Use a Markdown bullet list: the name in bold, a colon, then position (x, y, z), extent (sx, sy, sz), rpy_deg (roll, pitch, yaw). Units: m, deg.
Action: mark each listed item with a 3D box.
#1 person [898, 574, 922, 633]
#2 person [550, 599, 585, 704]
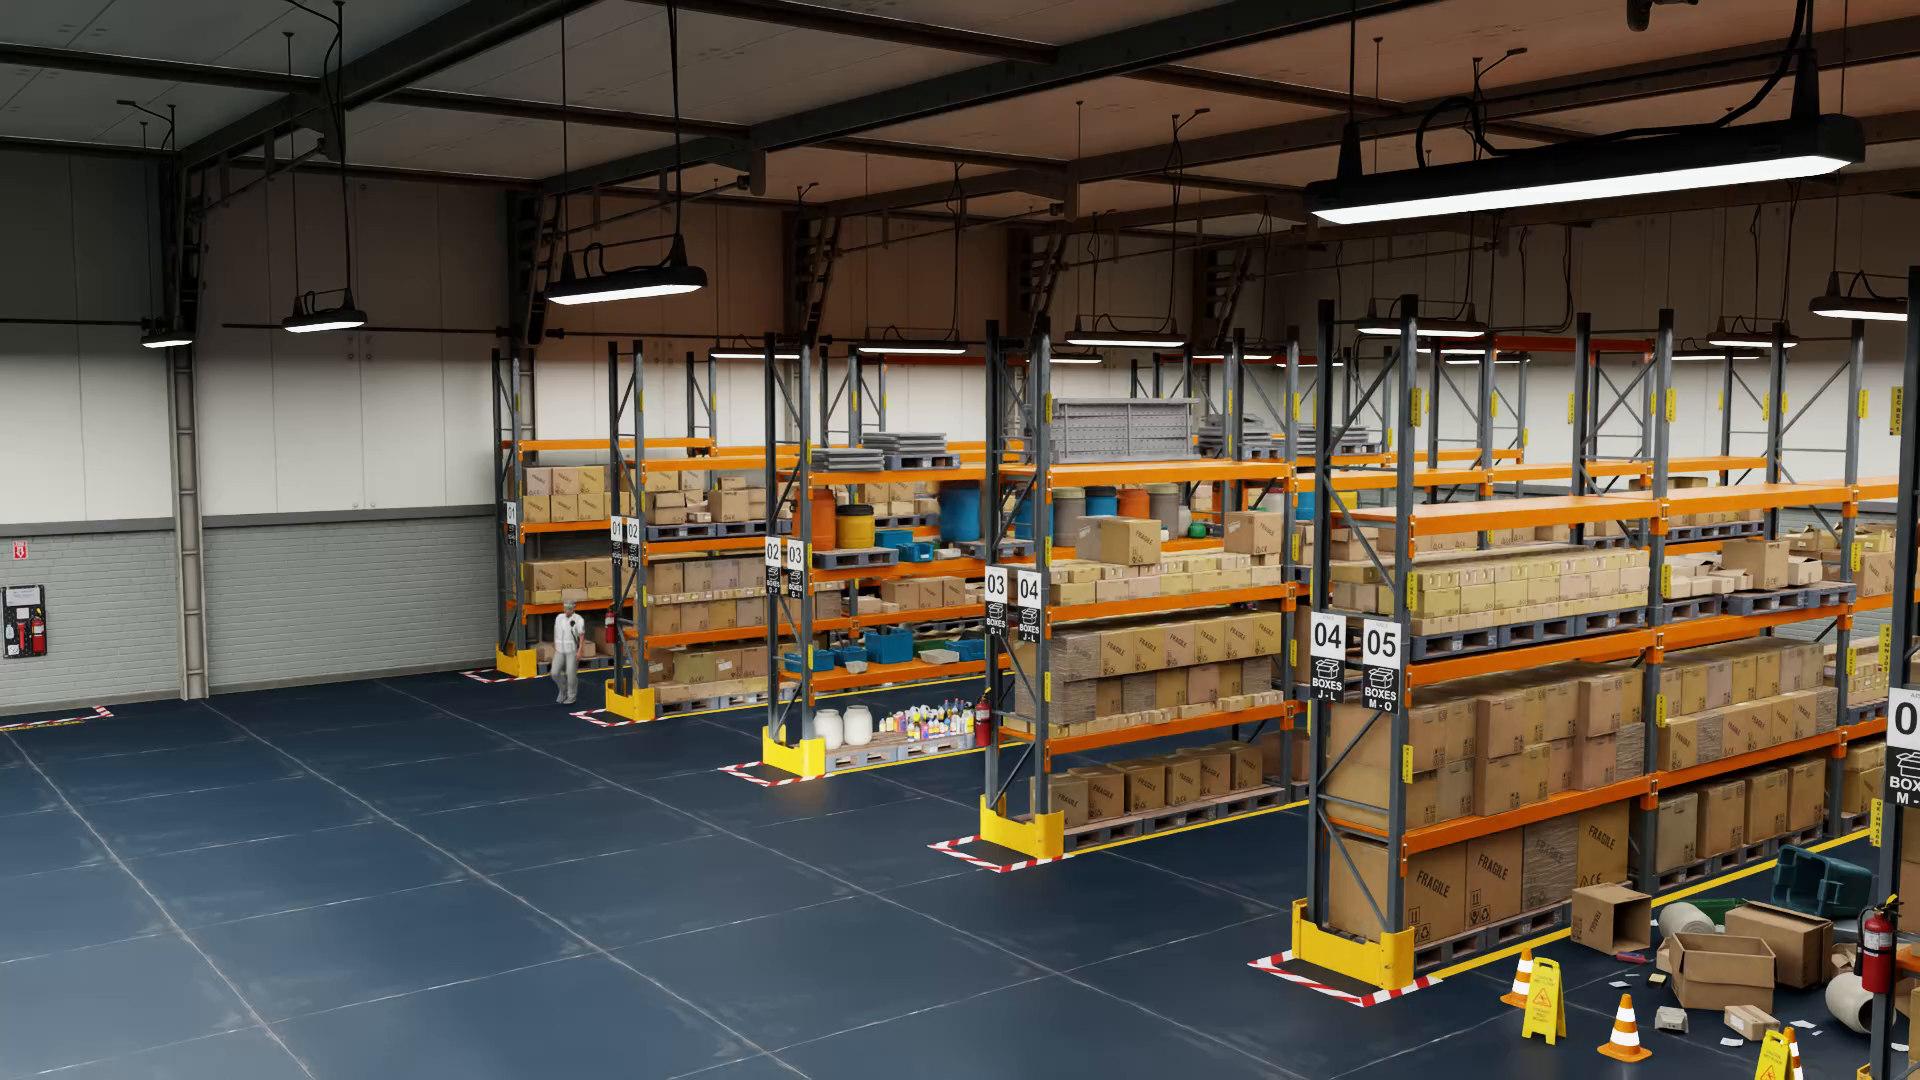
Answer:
- **person**: position (-1.125, 1.439, 32.371), extent (1.068, 1.722, 0.542), rpy_deg (-3, 6, -34)
- **person**: position (-6.531, 1.868, 27.701), extent (0.567, 1.772, 0.454), rpy_deg (1, 5, 10)
